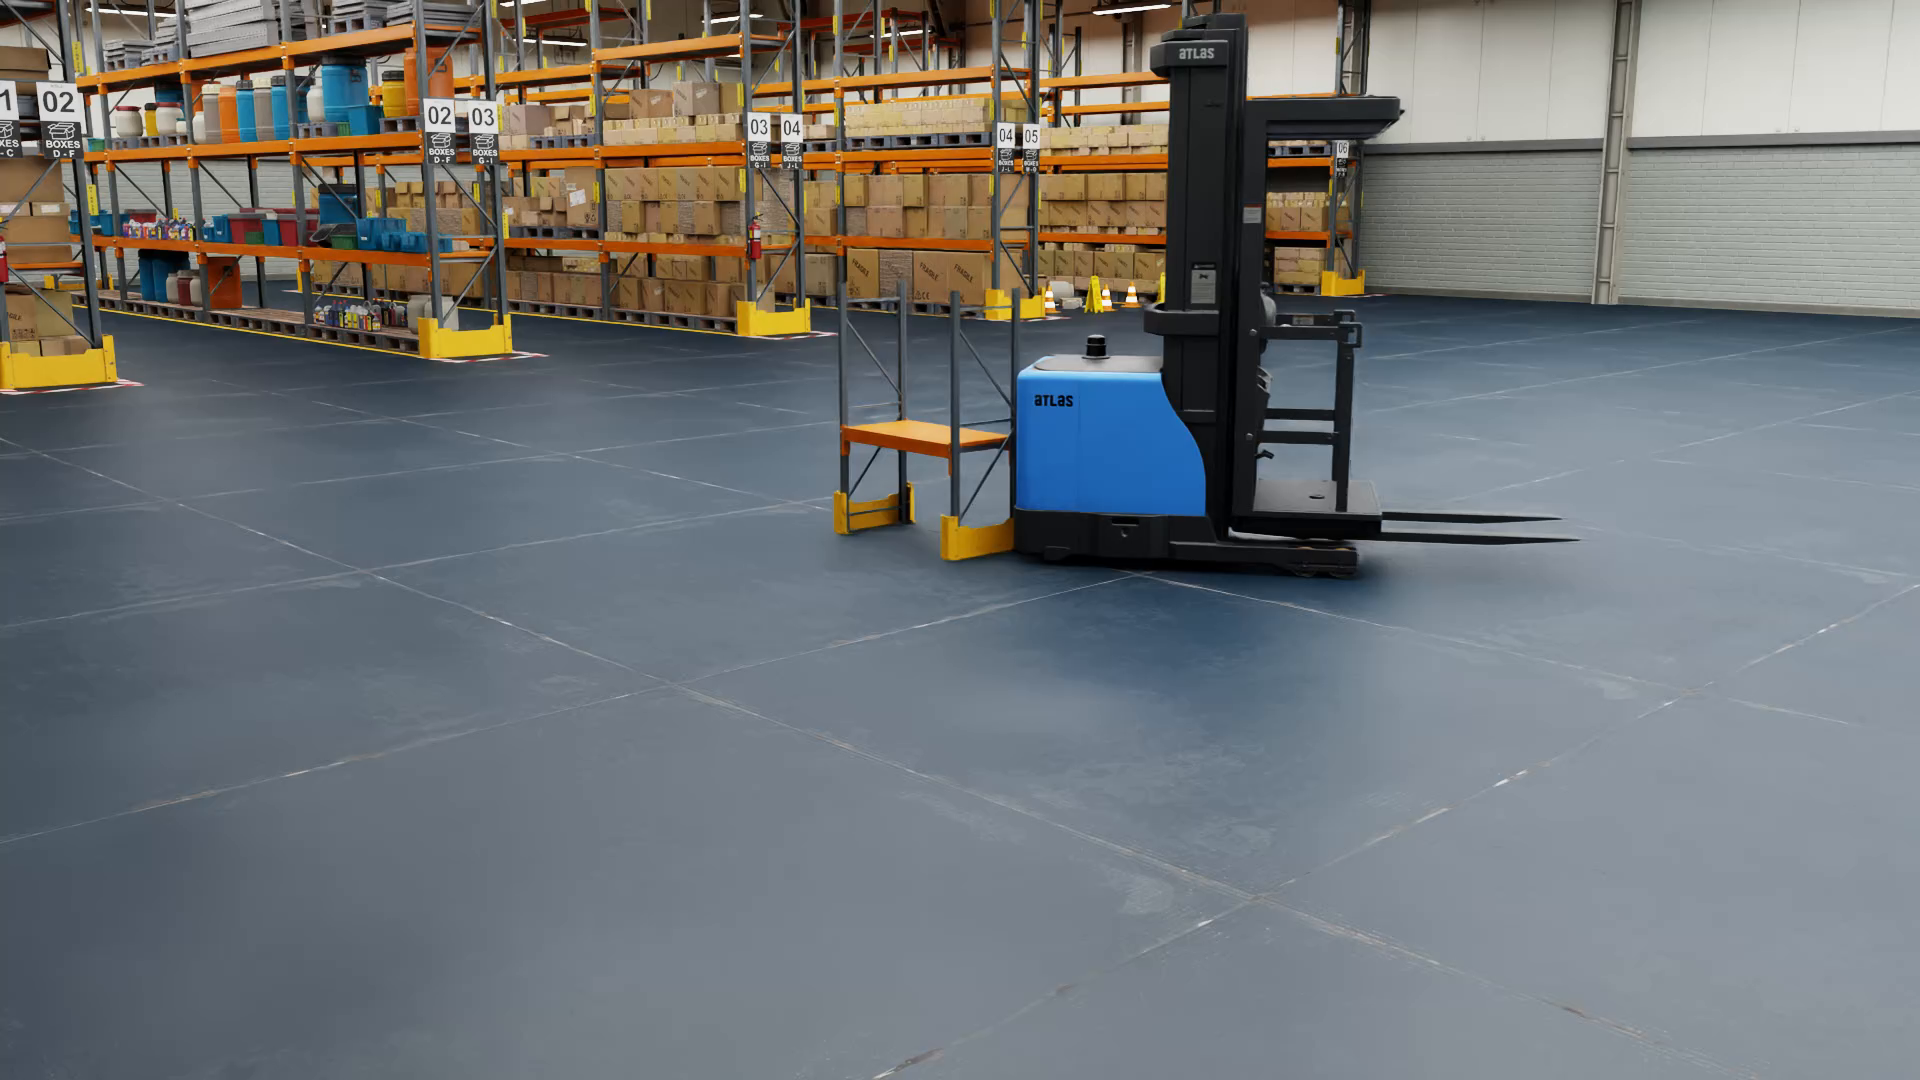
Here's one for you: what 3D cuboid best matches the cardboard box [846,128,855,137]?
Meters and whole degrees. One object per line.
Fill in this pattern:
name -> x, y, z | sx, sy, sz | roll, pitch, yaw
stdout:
cardboard box -> -1.832, -7.320, 29.906 | 0.380, 0.149, 0.250 | -11, 16, -43

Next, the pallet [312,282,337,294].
pallet -> -13.172, -5.423, 35.709 | 1.003, 0.211, 1.213 | -11, 16, -43

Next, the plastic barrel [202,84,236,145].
plastic barrel -> -11.429, -6.601, 25.842 | 0.600, 0.901, 0.600 | 0, 12, 0

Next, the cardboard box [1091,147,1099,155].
cardboard box -> 2.777, -7.565, 32.385 | 0.380, 0.149, 0.250 | -11, 16, -42

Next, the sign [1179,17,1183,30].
sign -> 4.020, -9.339, 30.233 | 0.100, 0.325, 0.005 | -11, 16, -43

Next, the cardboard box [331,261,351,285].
cardboard box -> -12.653, -5.844, 35.069 | 0.875, 0.875, 0.875 | -11, 16, -43

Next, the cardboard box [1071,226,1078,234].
cardboard box -> 2.429, -6.171, 33.051 | 0.380, 0.149, 0.250 | -11, 16, -43

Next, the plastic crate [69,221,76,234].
plastic crate -> -16.522, -5.877, 31.272 | 0.416, 0.233, 0.300 | -11, 16, -43

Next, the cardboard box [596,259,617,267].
cardboard box -> -7.796, -6.103, 36.652 | 0.380, 0.149, 0.250 | -10, 15, -41

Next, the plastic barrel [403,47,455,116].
plastic barrel -> -6.742, -5.807, 21.127 | 0.600, 0.830, 0.708 | -11, 16, -43

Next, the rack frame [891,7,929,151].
rack frame -> -1.089, -10.046, 36.372 | 1.000, 3.000, 0.127 | -11, 16, -43

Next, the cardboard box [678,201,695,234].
cardboard box -> -3.838, -4.973, 25.632 | 0.875, 0.500, 0.500 | -11, 16, -43

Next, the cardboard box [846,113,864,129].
cardboard box -> -1.702, -7.505, 29.818 | 0.500, 0.250, 0.500 | -11, 16, -42

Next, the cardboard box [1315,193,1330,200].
cardboard box -> 7.623, -7.168, 34.676 | 0.380, 0.149, 0.250 | -11, 16, -42

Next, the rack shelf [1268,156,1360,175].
rack shelf -> 6.642, -8.041, 35.857 | 1.077, 0.370, 4.000 | -11, 16, -43

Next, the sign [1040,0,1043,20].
sign -> 1.331, -8.785, 27.546 | 0.100, 0.325, 0.005 | -11, 16, -43

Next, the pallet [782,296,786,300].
pallet -> -4.109, -4.912, 33.229 | 1.003, 0.211, 1.213 | -11, 16, -43

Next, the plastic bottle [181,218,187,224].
plastic bottle -> -13.602, -5.481, 29.202 | 0.144, 0.351, 0.185 | -11, 16, -43

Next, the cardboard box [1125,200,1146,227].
cardboard box -> 3.519, -6.249, 31.826 | 0.500, 0.500, 0.500 | -11, 16, -42

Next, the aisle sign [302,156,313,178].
aisle sign -> -14.048, -8.136, 35.527 | 0.394, 0.787, 0.004 | -11, 16, -43

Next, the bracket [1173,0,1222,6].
bracket -> 5.871, -11.948, 36.683 | 0.076, 0.066, 4.783 | -11, 16, -43

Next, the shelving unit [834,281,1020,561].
shelving unit -> -0.198, -0.738, 9.776 | 0.587, 1.500, 1.083 | -10, 15, -40

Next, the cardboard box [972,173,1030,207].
cardboard box -> 0.697, -5.897, 28.055 | 0.875, 0.550, 0.550 | -11, 16, -43

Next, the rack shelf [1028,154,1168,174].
rack shelf -> 3.054, -7.349, 32.497 | 1.077, 0.370, 4.000 | -11, 16, -43

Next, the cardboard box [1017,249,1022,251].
cardboard box -> 1.613, -7.216, 41.049 | 0.250, 0.149, 0.380 | 11, 16, 43

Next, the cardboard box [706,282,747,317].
cardboard box -> -3.589, -3.716, 25.671 | 0.500, 0.500, 0.500 | -6, 13, -28

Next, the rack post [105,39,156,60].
rack post -> -14.042, -8.394, 28.542 | 0.937, 0.300, 0.954 | -11, 16, -44

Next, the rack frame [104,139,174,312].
rack frame -> -14.601, -5.620, 29.757 | 1.000, 3.000, 0.127 | -11, 16, -43

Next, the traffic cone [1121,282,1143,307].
traffic cone -> 3.206, -4.581, 30.998 | 0.336, 0.463, 0.334 | -11, 16, -43

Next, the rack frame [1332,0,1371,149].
rack frame -> 8.023, -9.571, 34.065 | 1.000, 3.000, 0.127 | -11, 16, -43

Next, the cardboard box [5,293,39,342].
cardboard box -> -10.485, -2.442, 18.247 | 0.500, 0.500, 0.500 | -11, 16, -43

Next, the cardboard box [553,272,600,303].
cardboard box -> -6.605, -4.381, 28.845 | 0.500, 0.500, 0.700 | 10, 15, 40

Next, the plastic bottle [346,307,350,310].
plastic bottle -> -8.632, -3.152, 23.448 | 0.097, 0.271, 0.097 | 0, 12, 0

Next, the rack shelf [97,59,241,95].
rack shelf -> -13.220, -7.718, 27.848 | 1.077, 0.370, 4.000 | -11, 16, -43

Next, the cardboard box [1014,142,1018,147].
cardboard box -> 1.165, -8.190, 34.129 | 0.500, 0.250, 0.500 | -11, 16, -44

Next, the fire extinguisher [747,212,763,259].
fire extinguisher -> -2.986, -4.440, 24.222 | 0.296, 0.674, 0.183 | -11, 16, -43

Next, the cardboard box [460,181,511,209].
cardboard box -> -8.750, -6.376, 30.692 | 0.797, 0.503, 0.637 | -10, 15, -41

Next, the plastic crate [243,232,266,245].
plastic crate -> -10.483, -4.564, 25.155 | 0.450, 0.188, 0.662 | -11, 16, -43

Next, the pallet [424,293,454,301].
pallet -> -9.585, -4.665, 32.029 | 1.003, 0.211, 1.213 | -11, 16, -43

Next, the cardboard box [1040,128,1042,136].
cardboard box -> 1.655, -8.169, 33.342 | 0.380, 0.149, 0.250 | -11, 16, -44

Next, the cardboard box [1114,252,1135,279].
cardboard box -> 3.331, -5.323, 32.228 | 0.500, 0.500, 0.500 | -10, 15, -40

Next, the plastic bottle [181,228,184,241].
plastic bottle -> -12.720, -5.006, 27.269 | 0.097, 0.201, 0.097 | 0, 12, 0

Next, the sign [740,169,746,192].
sign -> -3.147, -5.207, 24.097 | 0.100, 0.325, 0.005 | -11, 16, -43

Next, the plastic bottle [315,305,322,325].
plastic bottle -> -9.173, -3.224, 23.799 | 0.097, 0.271, 0.097 | 0, 12, 0

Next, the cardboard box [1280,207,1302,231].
cardboard box -> 7.142, -6.794, 35.205 | 0.500, 0.500, 0.500 | -10, 15, -41

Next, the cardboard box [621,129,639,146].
cardboard box -> -5.000, -6.361, 26.290 | 0.500, 0.250, 0.500 | -11, 16, -43

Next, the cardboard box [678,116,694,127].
cardboard box -> -4.043, -6.338, 25.191 | 0.250, 0.149, 0.380 | 11, 16, 42

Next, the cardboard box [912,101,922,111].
cardboard box -> -0.606, -7.451, 28.570 | 0.380, 0.149, 0.250 | -11, 16, -42

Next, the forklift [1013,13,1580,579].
forklift -> 1.869, -1.344, 9.172 | 3.031, 2.935, 1.130 | 2, 12, 11

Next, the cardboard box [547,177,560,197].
cardboard box -> -8.955, -7.927, 37.490 | 0.500, 0.500, 0.500 | 11, 16, 43

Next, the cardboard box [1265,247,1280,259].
cardboard box -> 6.767, -6.151, 35.628 | 0.500, 0.250, 0.500 | -11, 16, -42

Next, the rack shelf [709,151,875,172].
rack shelf -> -3.218, -7.228, 31.910 | 1.077, 0.370, 4.000 | -11, 16, -43

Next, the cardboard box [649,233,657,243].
cardboard box -> -4.682, -4.768, 26.241 | 0.380, 0.149, 0.250 | -11, 16, -43

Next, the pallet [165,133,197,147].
pallet -> -12.296, -6.538, 27.248 | 1.003, 0.211, 1.213 | -11, 16, -43

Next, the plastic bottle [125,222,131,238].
plastic bottle -> -14.564, -5.431, 29.126 | 0.061, 0.283, 0.133 | -11, 16, -43
